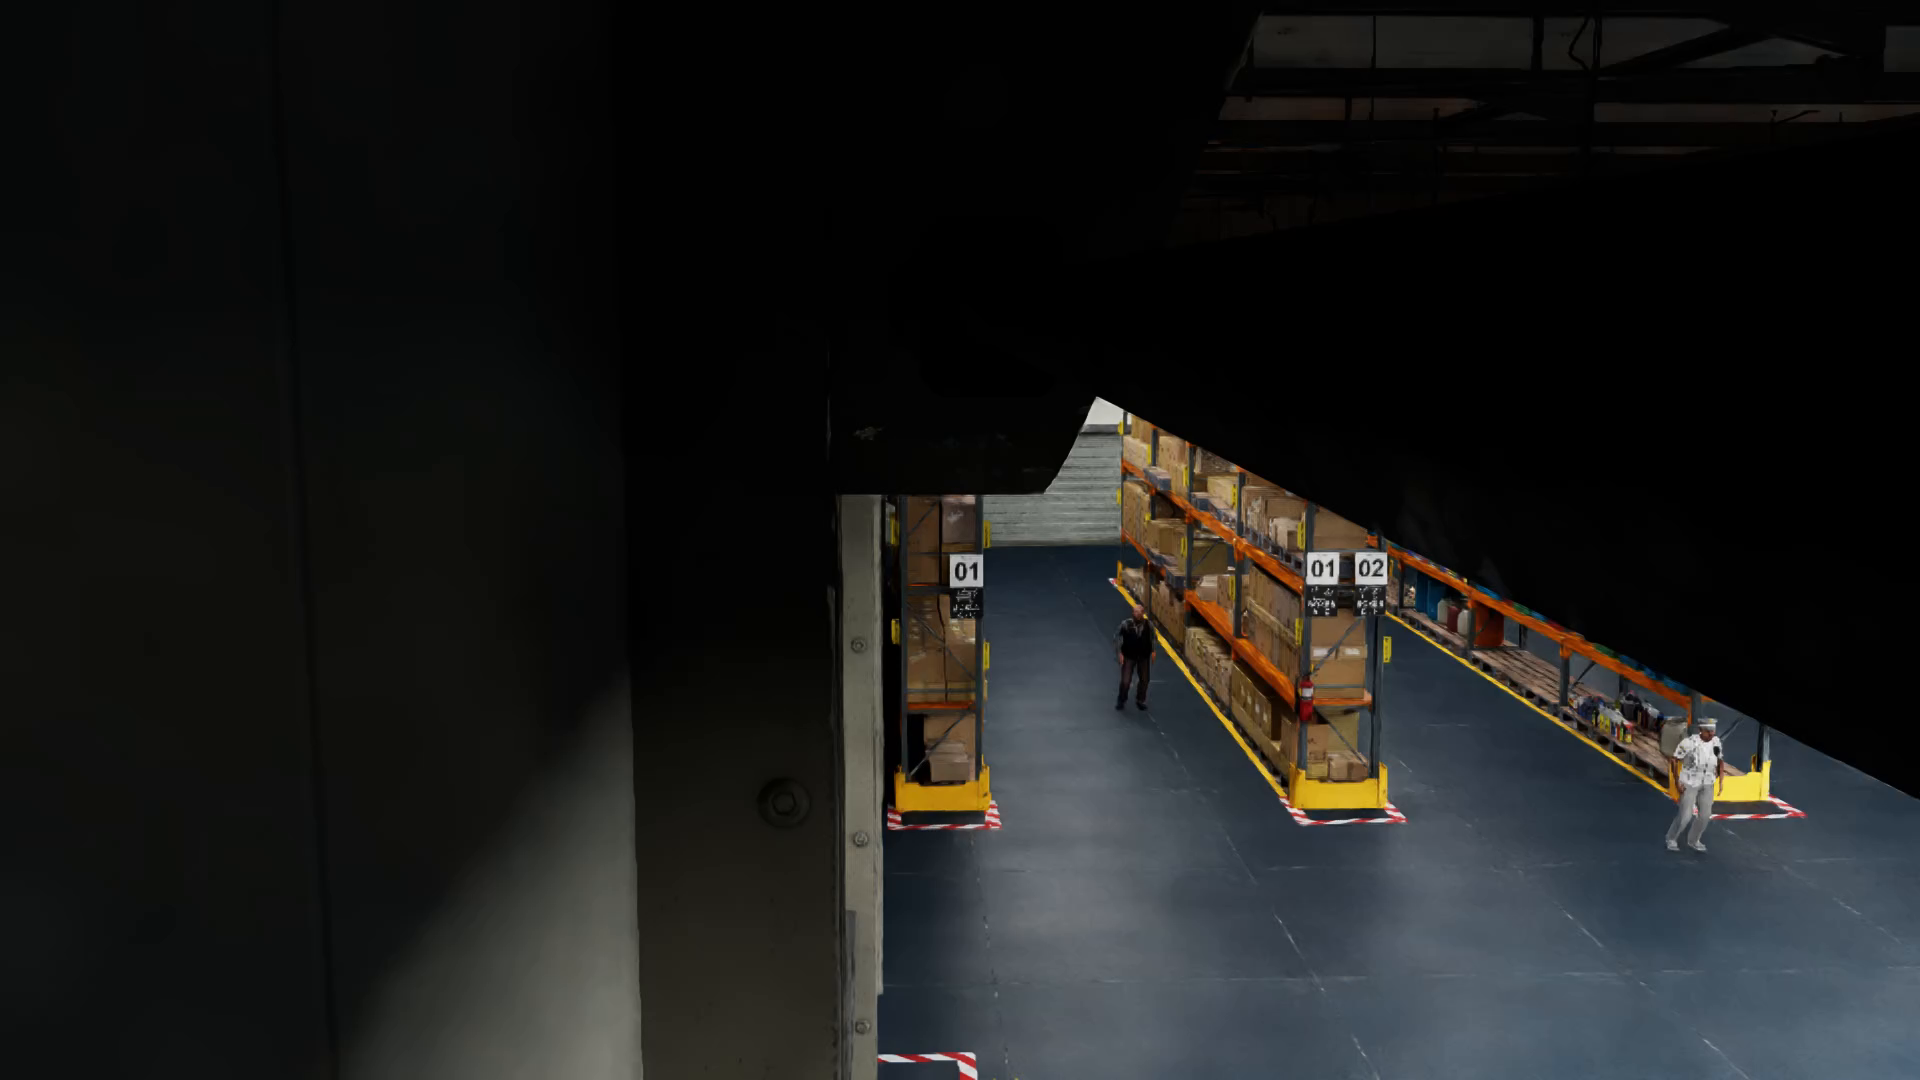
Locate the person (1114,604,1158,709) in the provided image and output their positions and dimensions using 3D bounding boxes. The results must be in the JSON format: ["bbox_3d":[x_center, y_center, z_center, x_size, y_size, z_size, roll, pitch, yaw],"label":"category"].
[{"bbox_3d":[2.680,1.782,25.378,0.677,1.674,0.534,-1,8,-5],"label":"person"}]

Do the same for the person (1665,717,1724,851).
[{"bbox_3d":[8.375,2.761,18.915,0.592,1.629,0.531,-1,8,-4],"label":"person"}]
